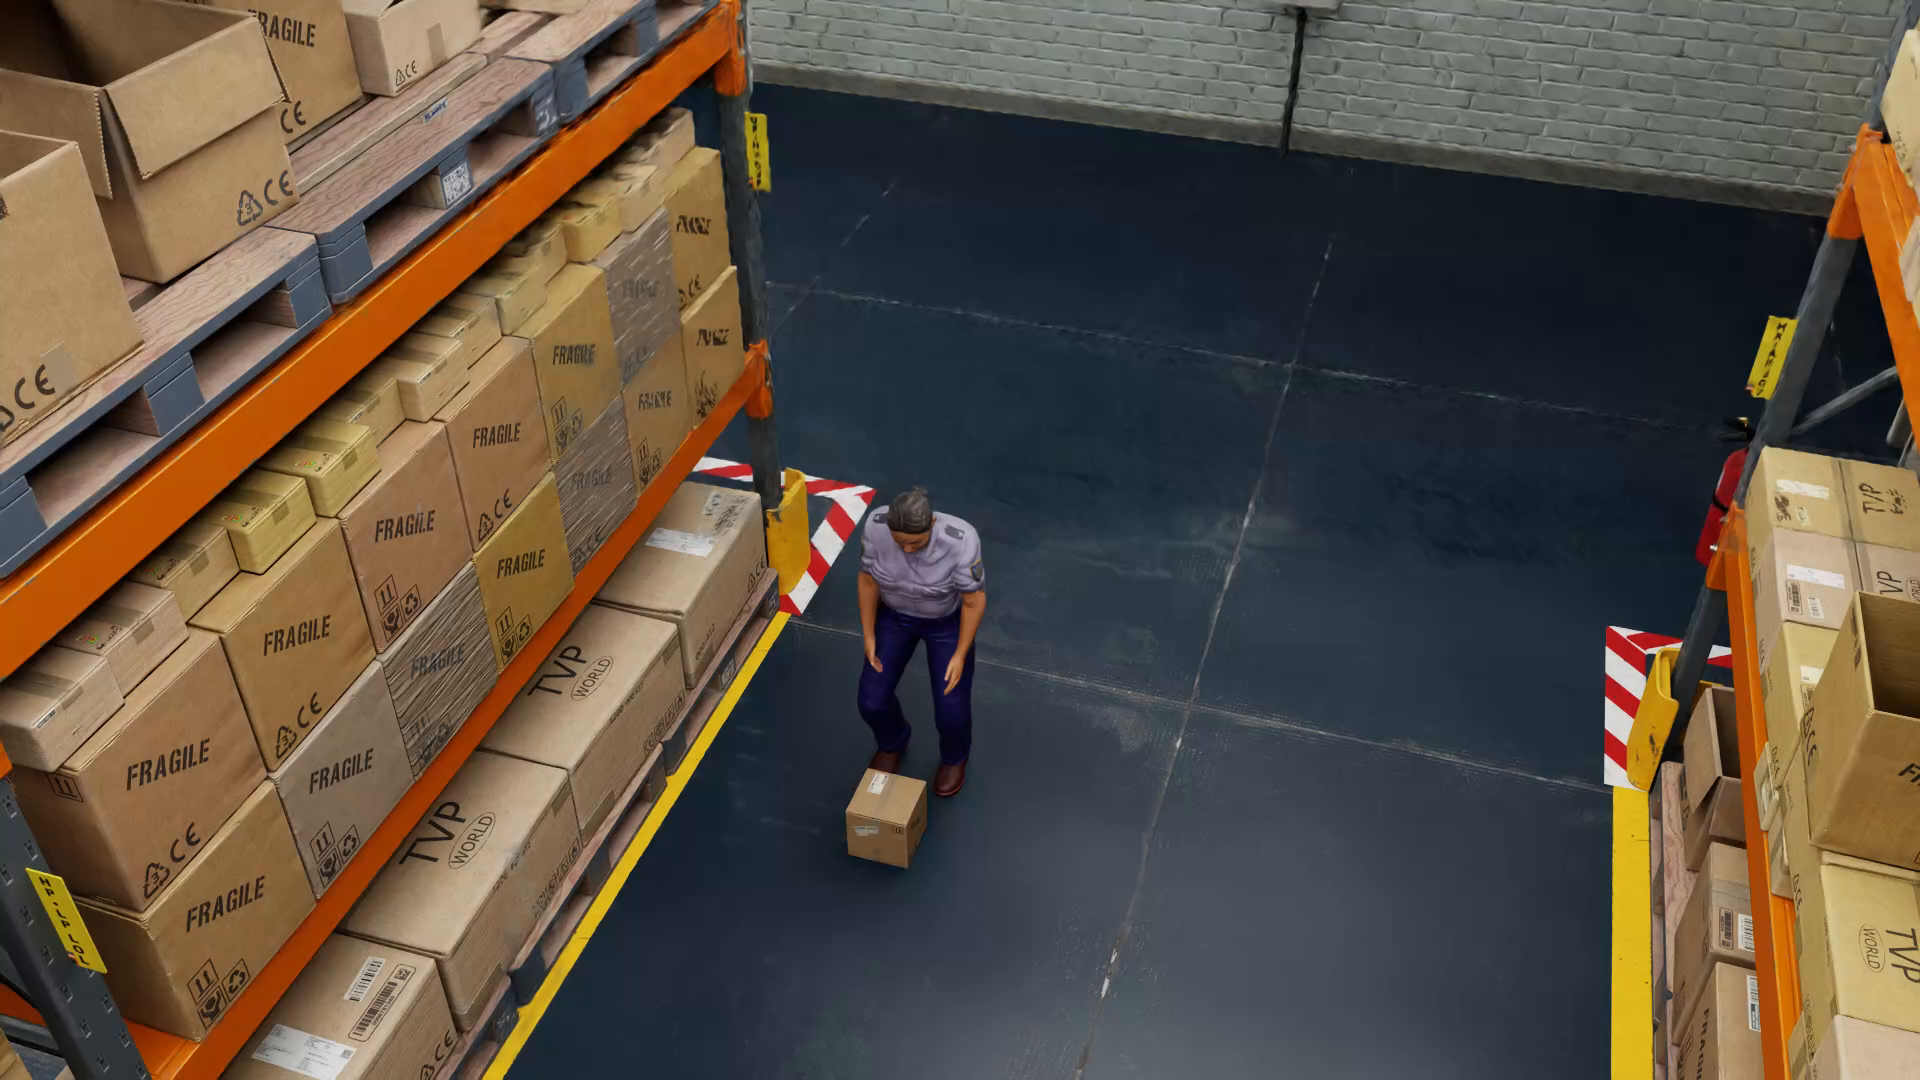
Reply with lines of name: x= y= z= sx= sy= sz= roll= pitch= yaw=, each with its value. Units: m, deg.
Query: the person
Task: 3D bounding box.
person: x=-0.135 y=0.358 z=6.541 sx=0.519 sy=1.528 sz=0.507 roll=11 pitch=39 yaw=15
